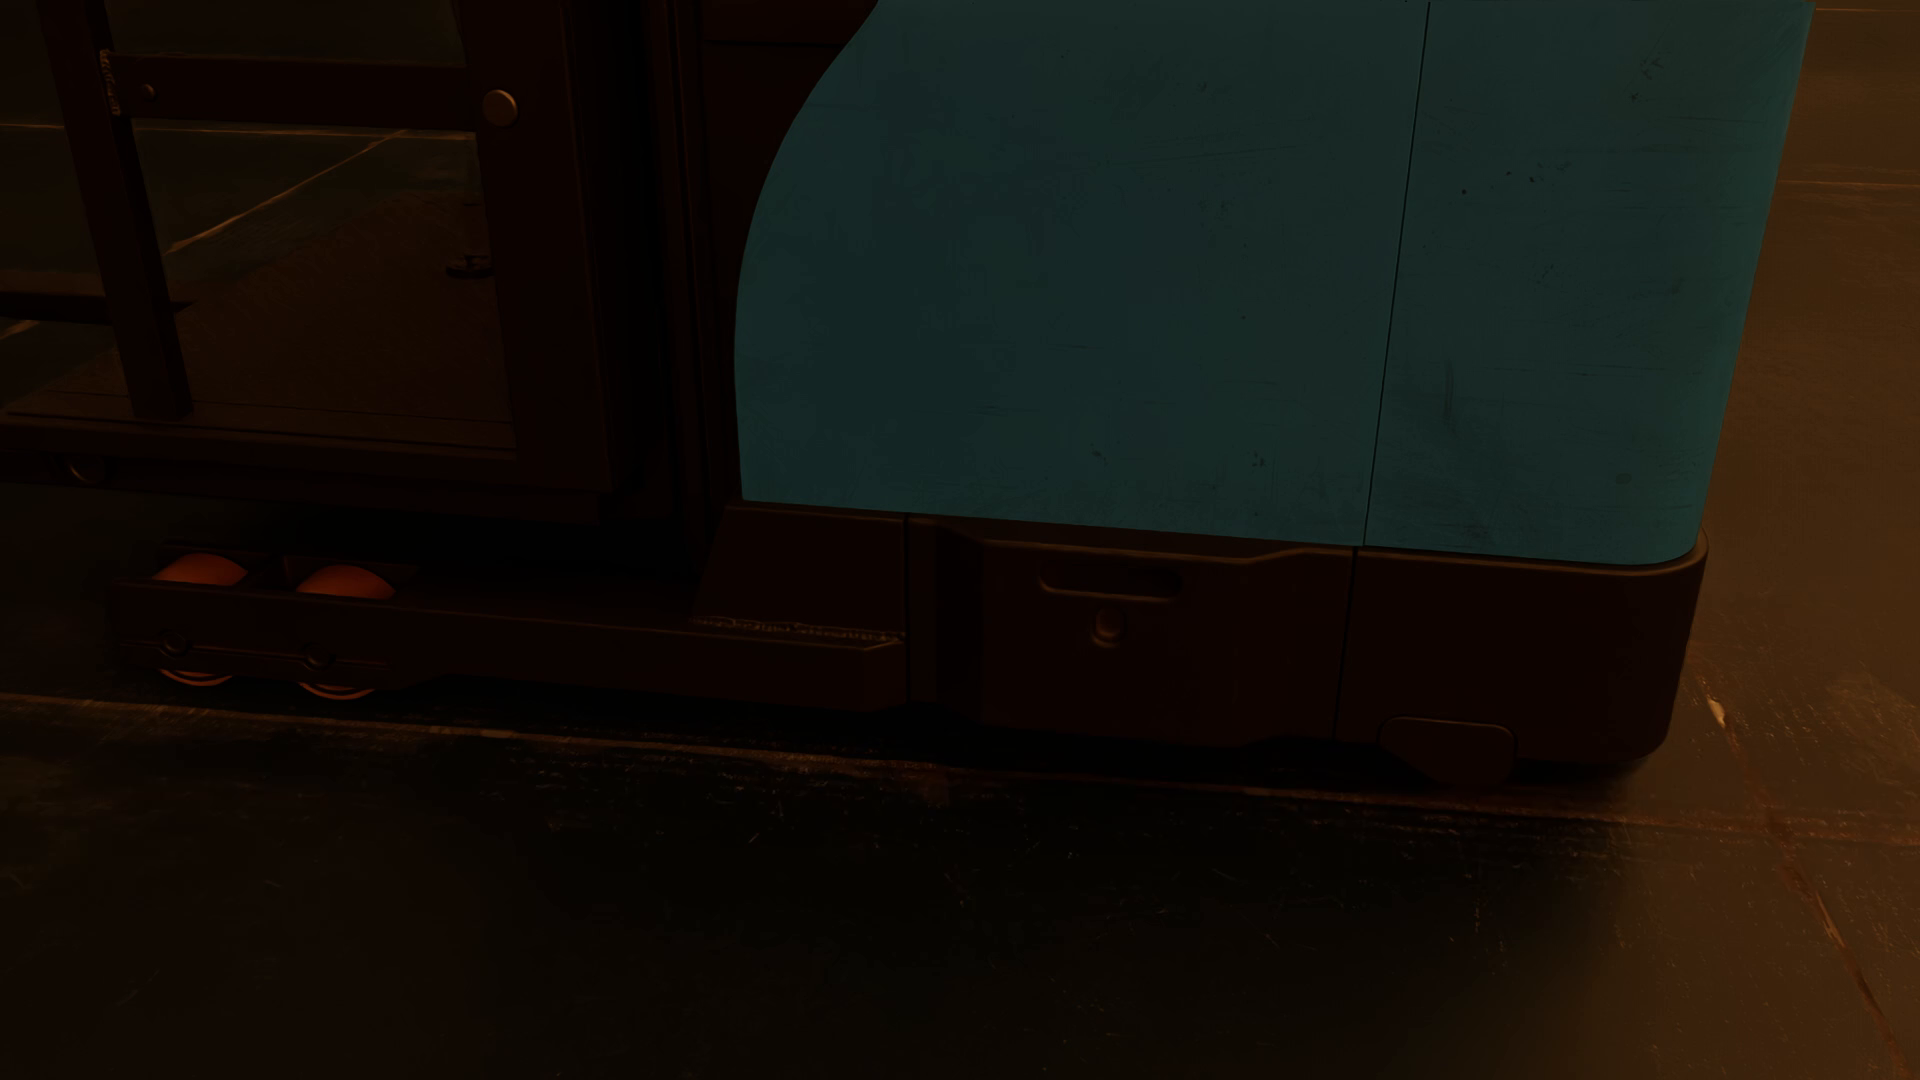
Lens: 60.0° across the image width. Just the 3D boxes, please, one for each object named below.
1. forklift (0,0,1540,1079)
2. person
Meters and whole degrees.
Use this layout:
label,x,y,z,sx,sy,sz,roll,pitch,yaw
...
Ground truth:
label,x,y,z,sx,sy,sz,roll,pitch,yaw
forklift,-0.324,-1.051,1.323,1.130,2.935,3.031,16,31,29
person,1.953,-1.989,4.522,0.602,1.759,0.463,17,31,31
